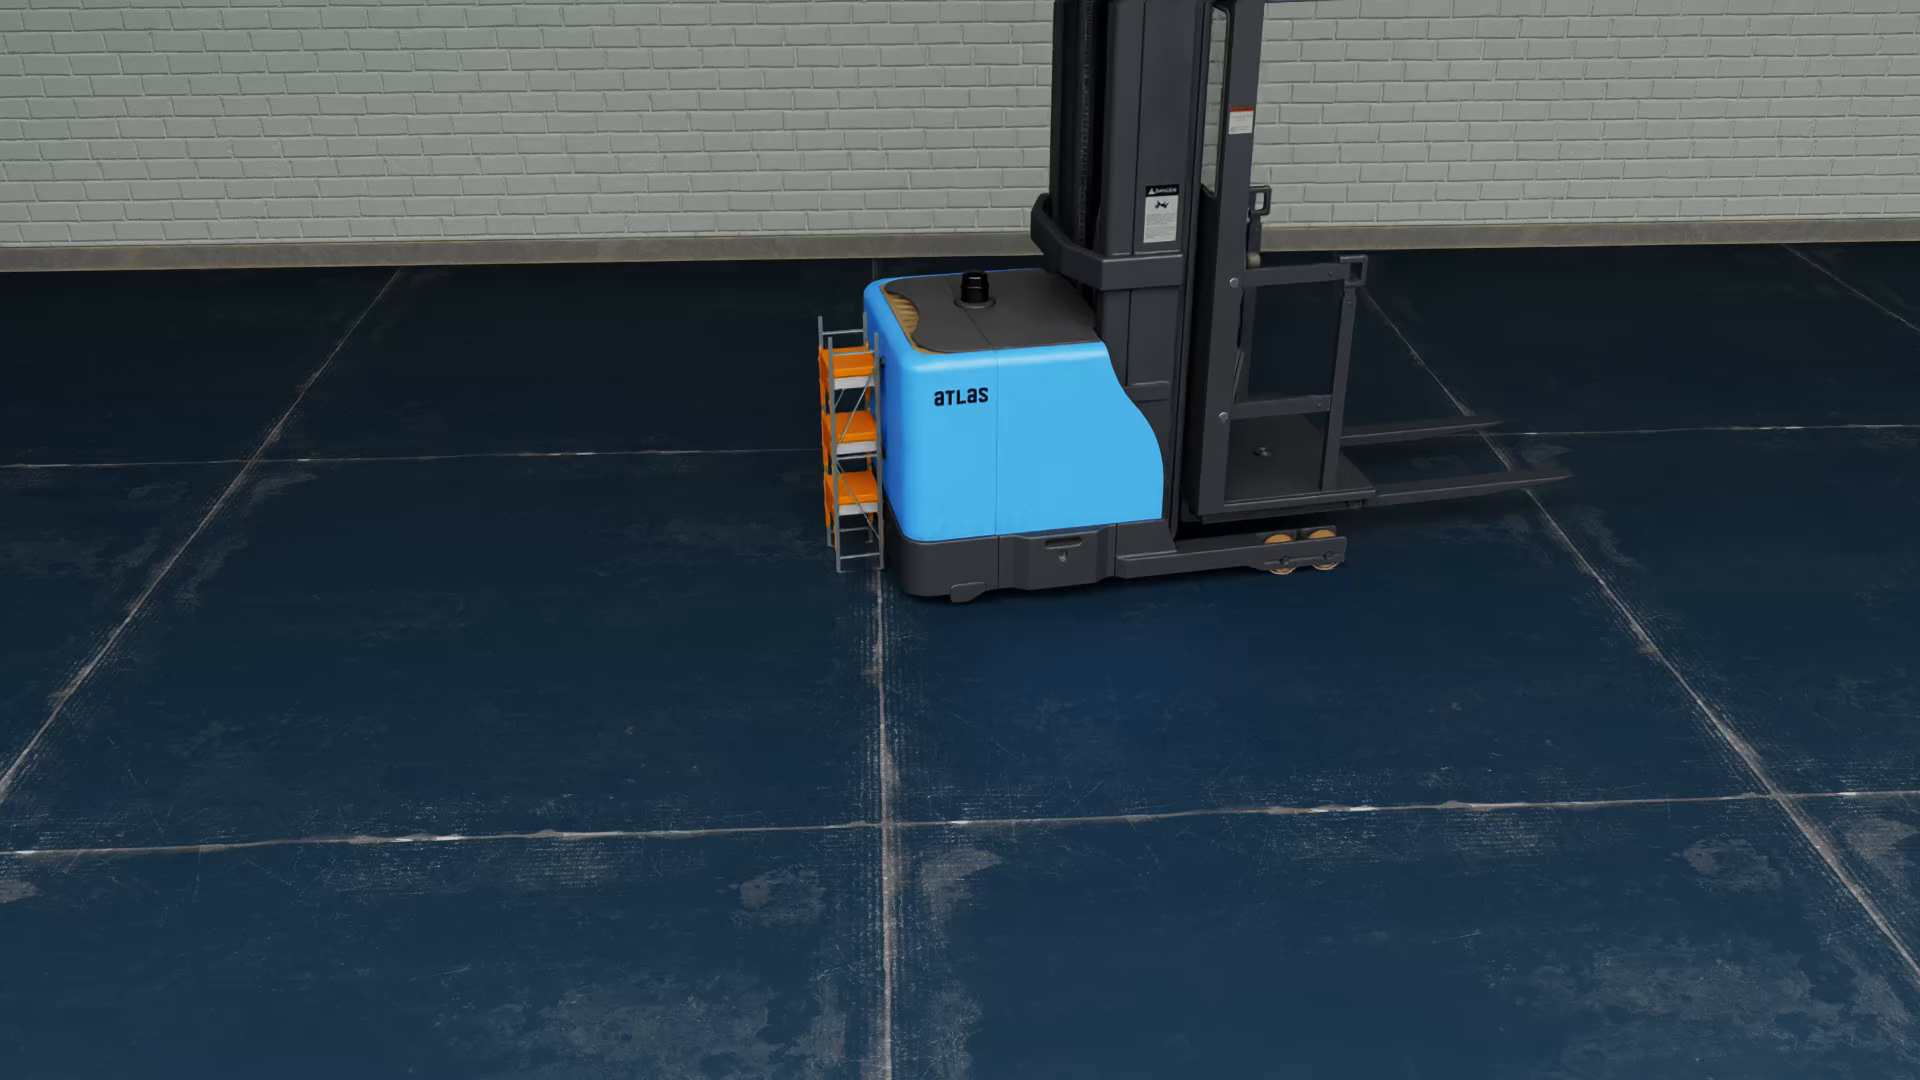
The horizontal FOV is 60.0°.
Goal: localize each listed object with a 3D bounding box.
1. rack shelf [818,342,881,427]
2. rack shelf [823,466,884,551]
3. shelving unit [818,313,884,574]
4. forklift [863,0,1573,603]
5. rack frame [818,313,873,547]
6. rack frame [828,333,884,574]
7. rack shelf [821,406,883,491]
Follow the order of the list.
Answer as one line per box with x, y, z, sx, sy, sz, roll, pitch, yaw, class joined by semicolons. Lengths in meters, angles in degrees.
-0.447;-0.633;6.737;0.215;0.259;0.240;-6;28;-12;rack shelf
-0.447;-0.135;6.997;0.215;0.259;0.240;-6;28;-12;rack shelf
-0.447;-0.391;6.864;0.215;1.050;0.252;-6;28;-12;shelving unit
1.150;-1.386;6.738;3.031;2.935;1.130;-6;28;-11;forklift
-0.476;-0.446;6.969;0.200;1.050;0.008;-6;28;-12;rack frame
-0.419;-0.336;6.758;0.200;1.050;0.008;-6;28;-12;rack frame
-0.447;-0.381;6.869;0.215;0.259;0.240;-6;28;-12;rack shelf
